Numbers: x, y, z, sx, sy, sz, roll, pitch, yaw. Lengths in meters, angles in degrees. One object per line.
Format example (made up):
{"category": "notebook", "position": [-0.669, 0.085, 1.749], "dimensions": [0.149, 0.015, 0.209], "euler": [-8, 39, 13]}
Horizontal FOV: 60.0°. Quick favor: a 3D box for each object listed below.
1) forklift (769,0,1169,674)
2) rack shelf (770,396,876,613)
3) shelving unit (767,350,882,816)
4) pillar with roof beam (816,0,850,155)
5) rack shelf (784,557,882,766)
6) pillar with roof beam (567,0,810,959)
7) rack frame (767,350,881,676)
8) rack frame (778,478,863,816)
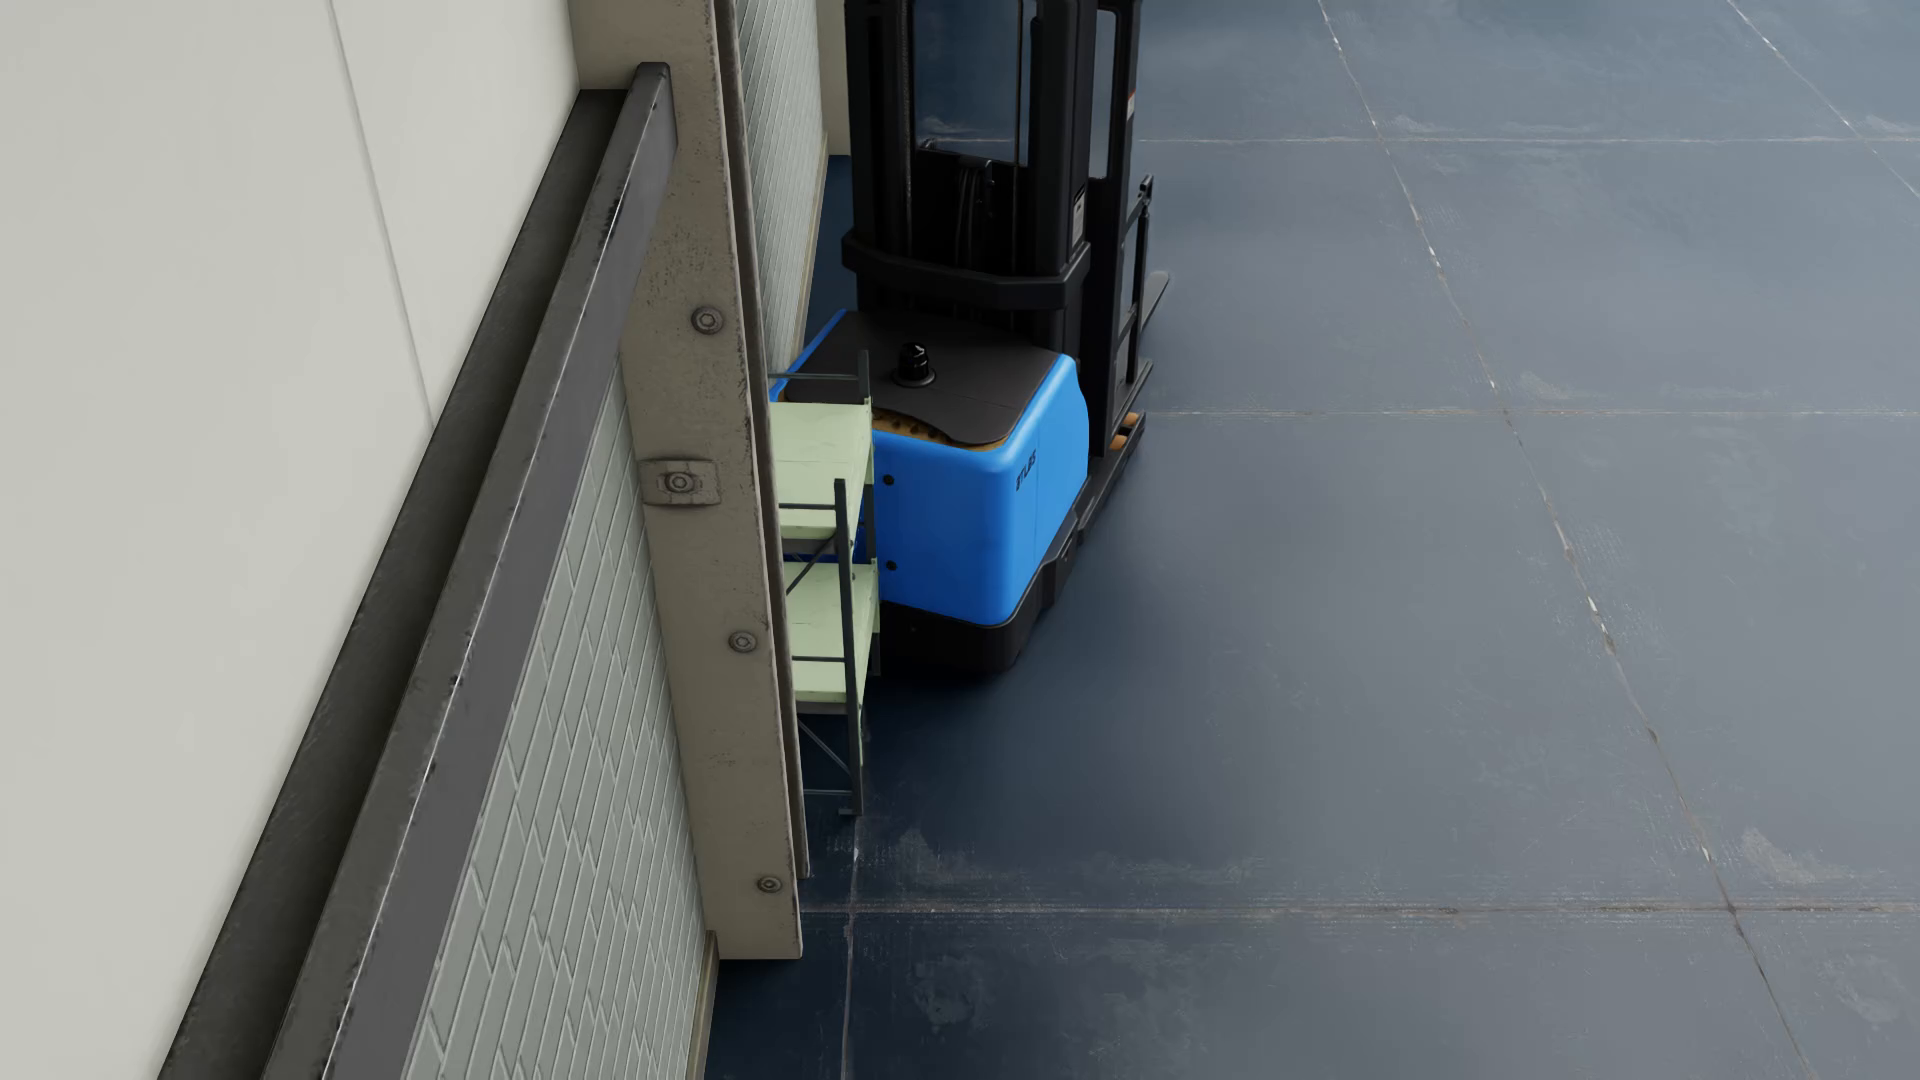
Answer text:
{"category": "forklift", "position": [0.226, -1.548, 6.838], "dimensions": [1.130, 2.935, 3.031], "euler": [14, 41, 16]}
{"category": "rack shelf", "position": [-0.532, -0.135, 5.595], "dimensions": [0.431, 0.370, 0.720], "euler": [2, 39, 2]}
{"category": "shelving unit", "position": [-0.532, 0.169, 5.839], "dimensions": [0.431, 1.500, 0.755], "euler": [2, 39, 2]}
{"category": "pillar with roof beam", "position": [3.617, -6.002, 7.543], "dimensions": [9.100, 9.000, 0.400], "euler": [0, 39, 0]}
{"category": "rack shelf", "position": [-0.532, 0.424, 6.043], "dimensions": [0.431, 0.370, 0.720], "euler": [2, 39, 2]}
{"category": "pillar with roof beam", "position": [3.624, -2.249, 2.861], "dimensions": [9.100, 9.000, 0.400], "euler": [0, 39, 0]}
{"category": "rack frame", "position": [-0.514, -0.059, 6.125], "dimensions": [0.400, 1.500, 0.023], "euler": [2, 39, 2]}
{"category": "rack frame", "position": [-0.551, 0.398, 5.554], "dimensions": [0.400, 1.500, 0.023], "euler": [2, 39, 2]}
